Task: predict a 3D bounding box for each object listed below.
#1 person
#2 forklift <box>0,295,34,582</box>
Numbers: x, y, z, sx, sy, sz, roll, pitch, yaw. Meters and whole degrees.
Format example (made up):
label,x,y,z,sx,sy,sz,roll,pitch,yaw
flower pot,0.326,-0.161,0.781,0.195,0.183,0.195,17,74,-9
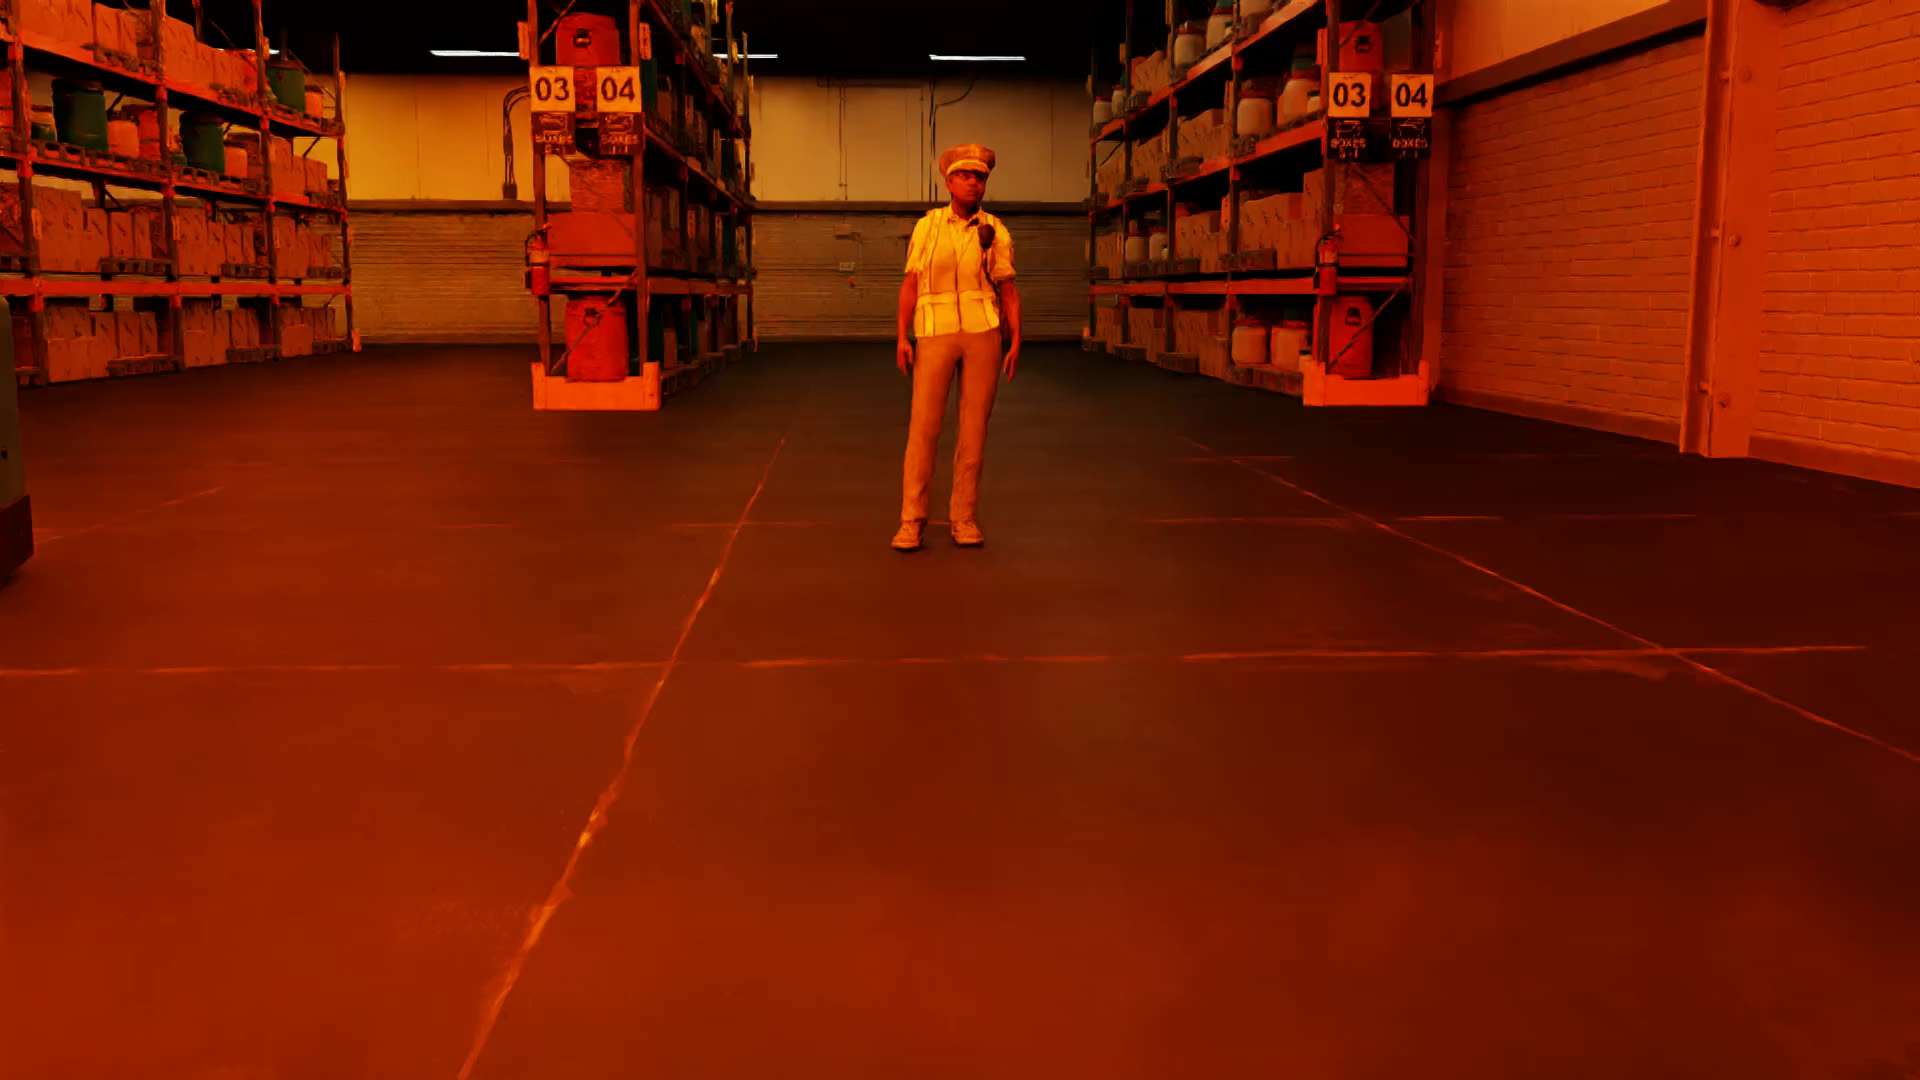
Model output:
label,x,y,z,sx,sy,sz,roll,pitch,yaw
person,-0.015,-0.835,7.109,0.570,1.695,0.529,-1,8,-4
forklift,-4.866,-1.188,5.332,3.031,2.935,1.130,-3,9,-20
